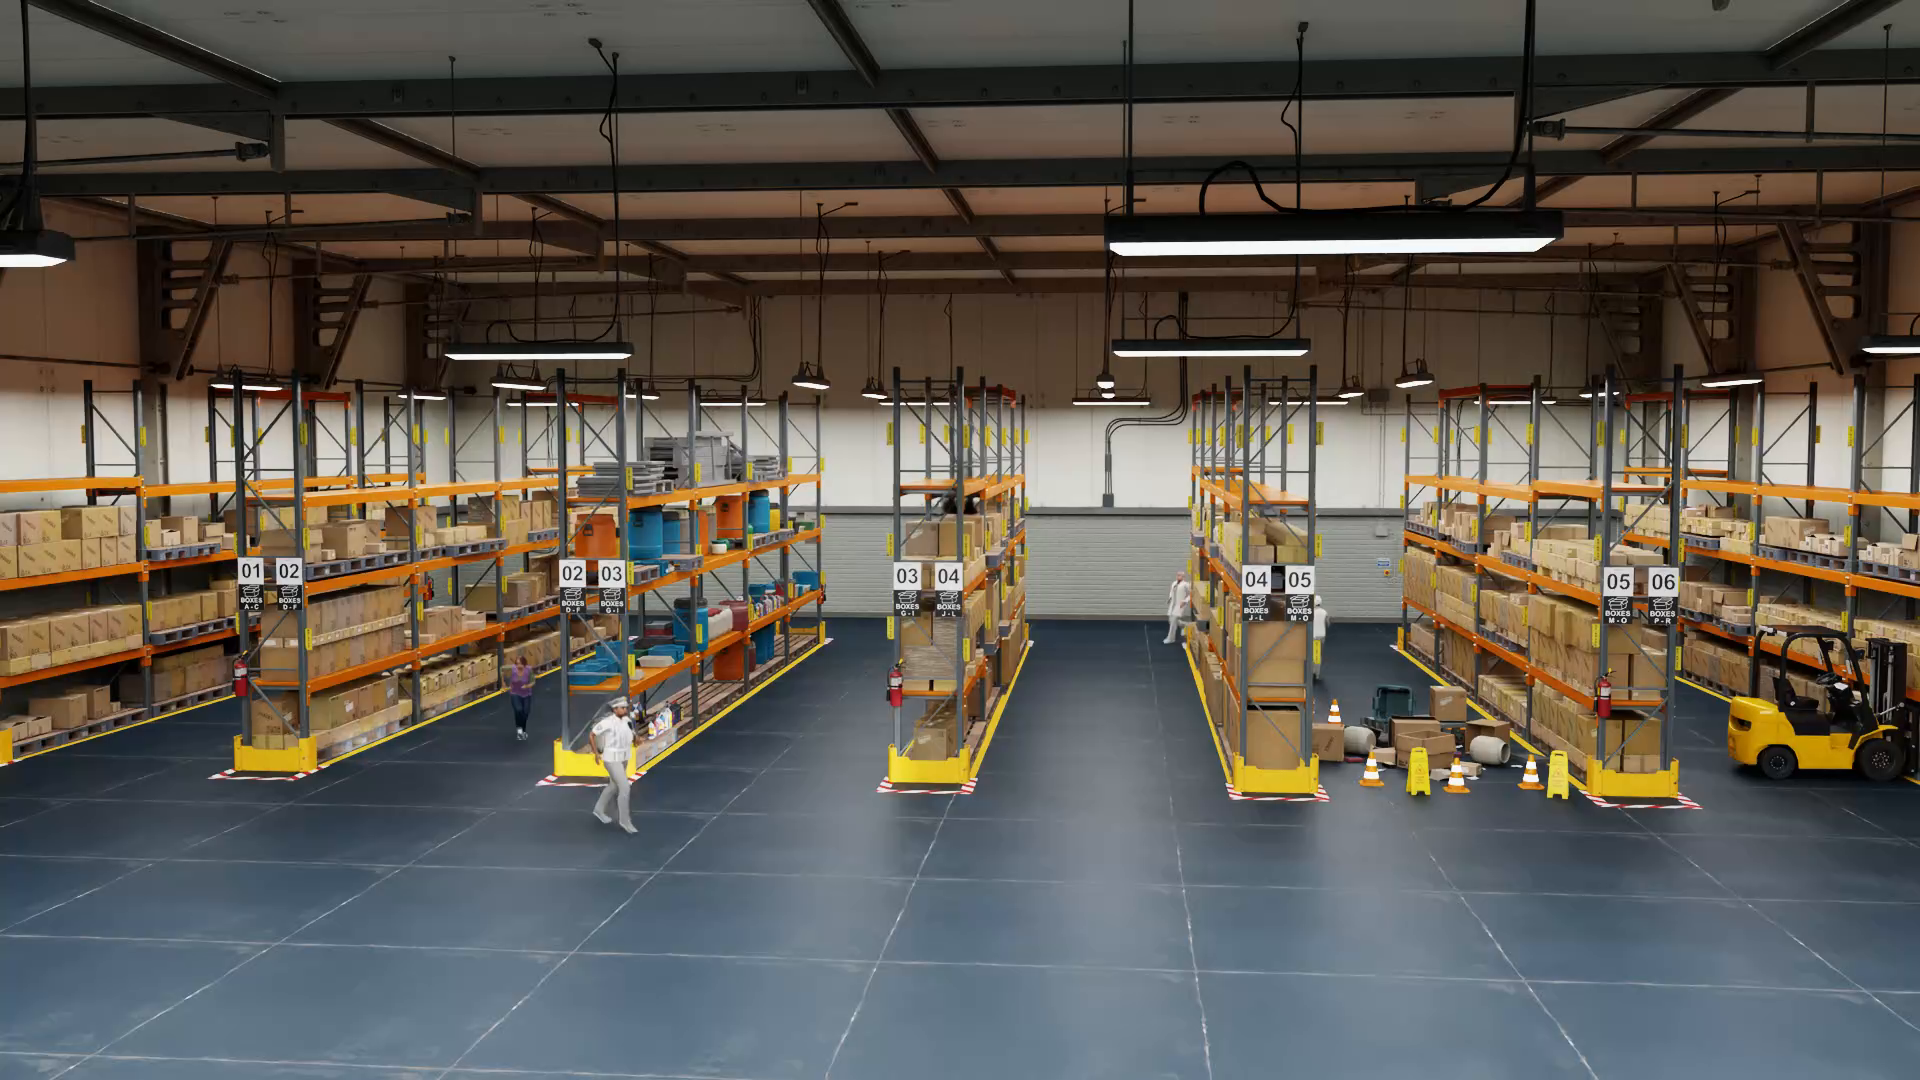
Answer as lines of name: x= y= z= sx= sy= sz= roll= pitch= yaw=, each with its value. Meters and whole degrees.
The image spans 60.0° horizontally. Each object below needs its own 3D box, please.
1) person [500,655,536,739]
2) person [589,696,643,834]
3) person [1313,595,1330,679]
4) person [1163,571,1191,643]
person: x=-7.253 y=2.574 z=27.300 sx=0.568 sy=1.436 sz=0.867 roll=-1 pitch=4 yaw=-15
person: x=-4.371 y=2.842 z=21.145 sx=0.853 sy=1.748 sz=0.542 roll=2 pitch=4 yaw=27
person: x=7.346 y=1.990 z=34.520 sx=0.640 sy=1.726 sz=0.662 roll=0 pitch=4 yaw=2
person: x=5.357 y=1.731 z=40.447 sx=0.856 sy=1.558 sz=0.731 roll=-3 pitch=5 yaw=-41
